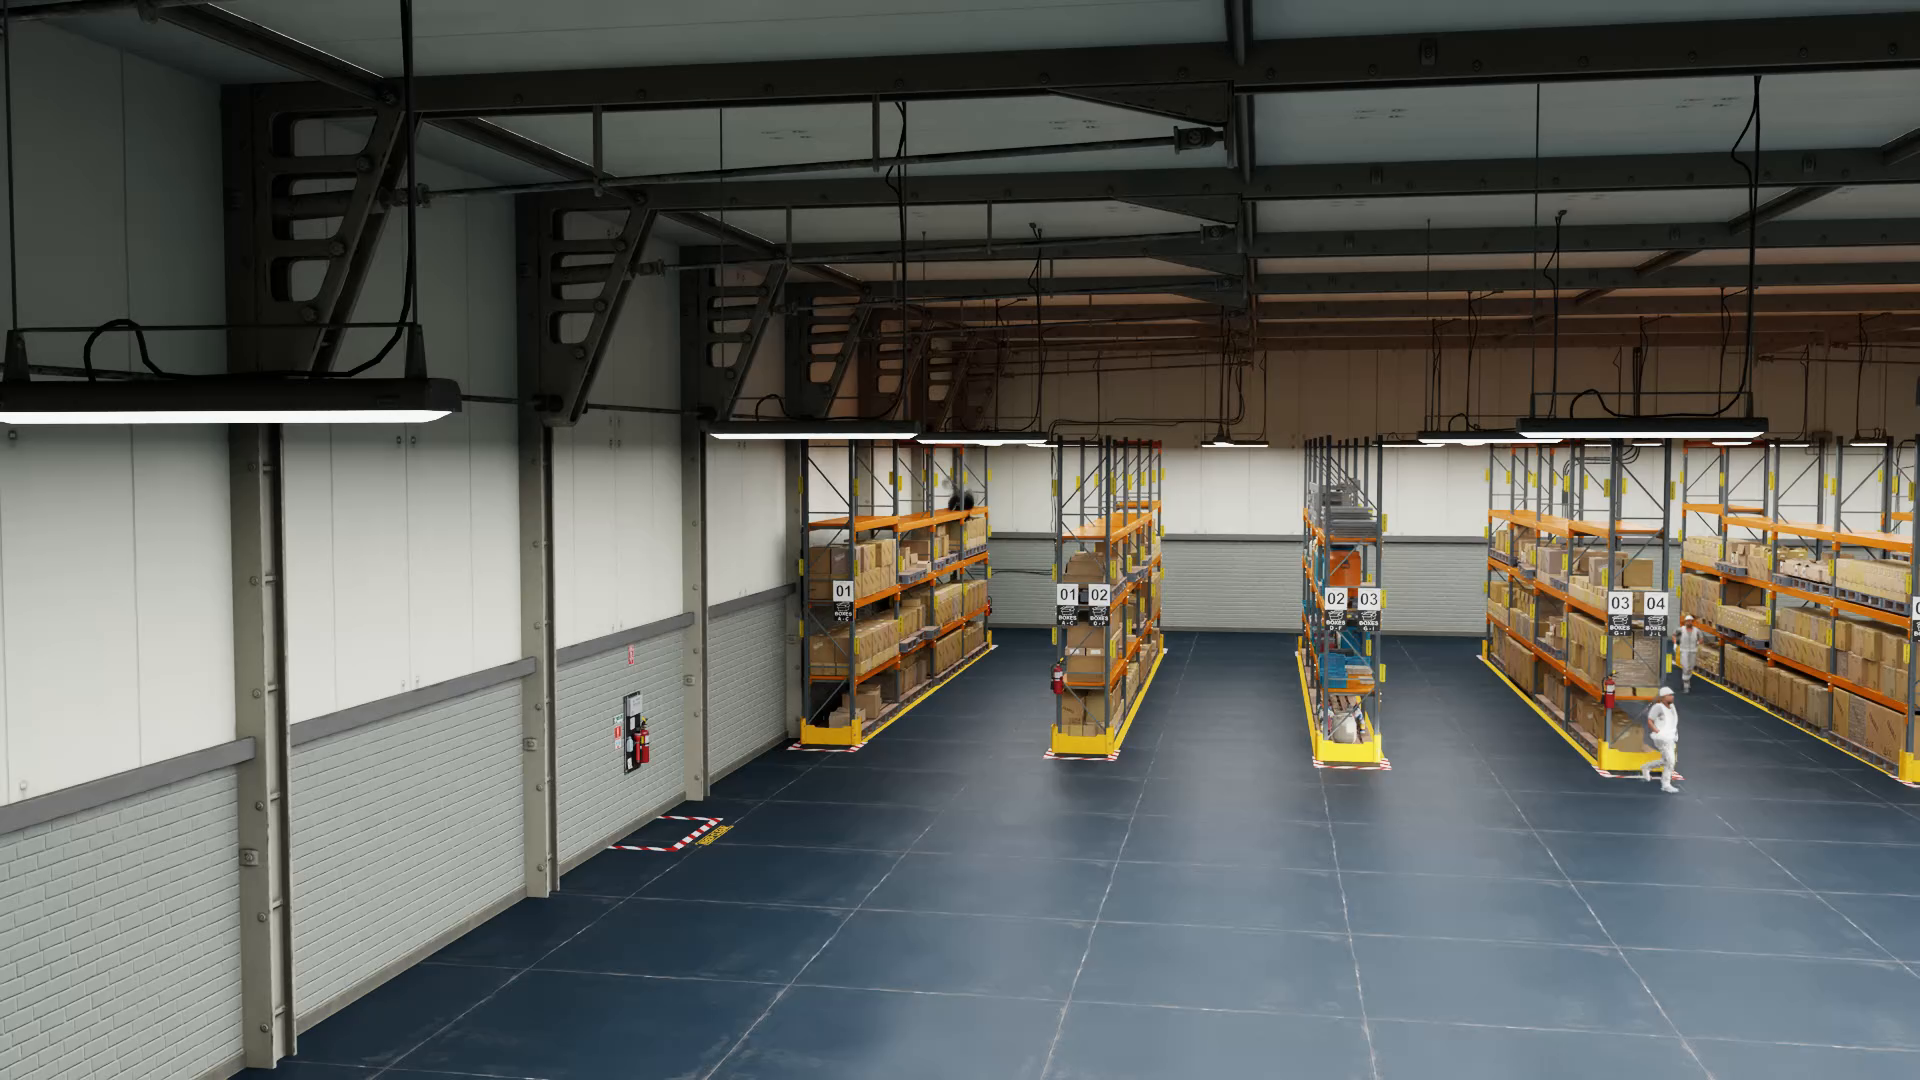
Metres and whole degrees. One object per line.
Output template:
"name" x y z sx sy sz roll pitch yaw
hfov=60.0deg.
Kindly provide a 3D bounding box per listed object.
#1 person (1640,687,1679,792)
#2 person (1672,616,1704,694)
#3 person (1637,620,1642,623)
"person" 11.812 3.336 28.053 0.702 1.742 0.737 -3 4 -41
"person" 17.272 2.690 39.425 0.660 1.821 0.852 1 3 10
"person" 17.997 2.552 44.761 0.642 1.557 0.583 2 4 38
